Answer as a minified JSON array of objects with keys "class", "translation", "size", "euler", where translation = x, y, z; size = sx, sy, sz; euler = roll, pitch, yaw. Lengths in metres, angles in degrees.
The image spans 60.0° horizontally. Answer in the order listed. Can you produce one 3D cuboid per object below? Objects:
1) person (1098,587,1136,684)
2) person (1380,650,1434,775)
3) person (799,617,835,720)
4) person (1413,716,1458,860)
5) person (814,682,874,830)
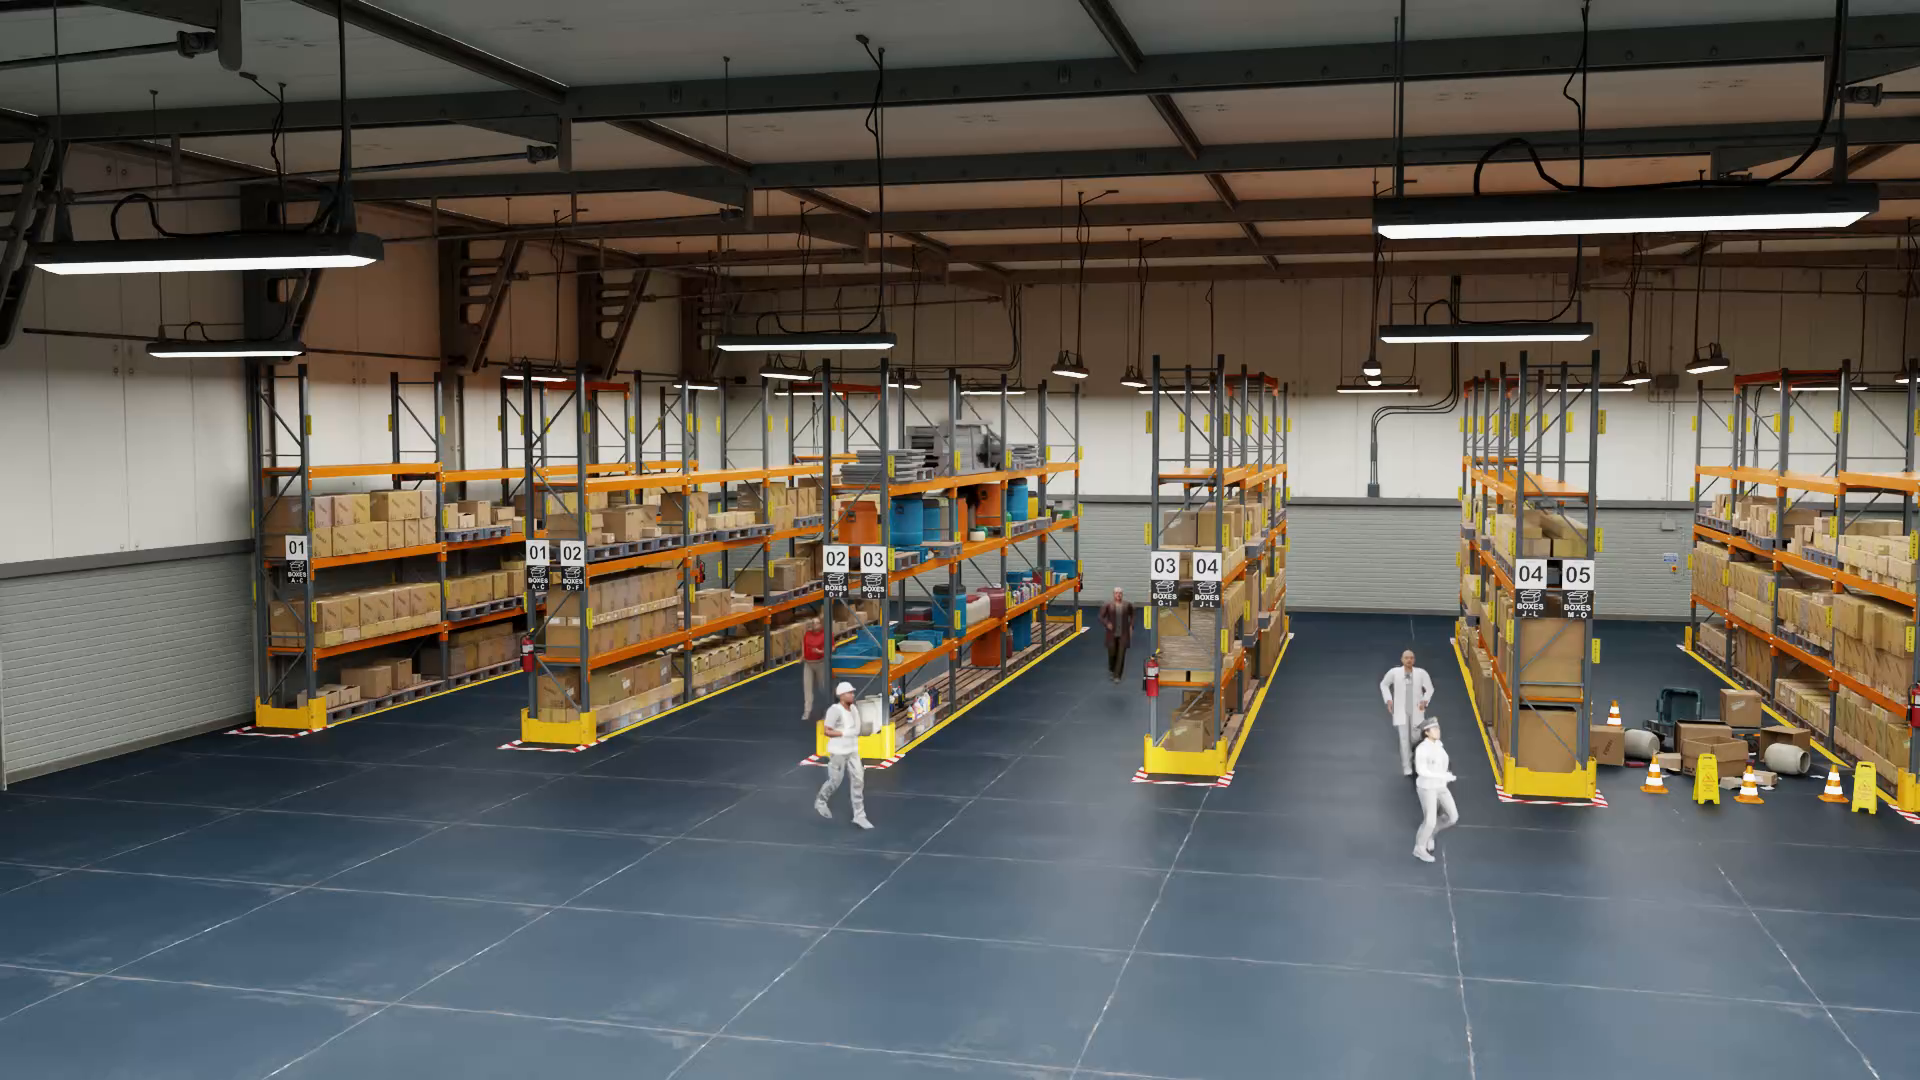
[{"class":"person","translation":[2.882,1.741,30.416],"size":[0.709,1.755,0.687],"euler":[0,4,0]},{"class":"person","translation":[6.455,2.463,24.027],"size":[0.743,1.751,0.934],"euler":[0,4,7]},{"class":"person","translation":[-2.451,2.165,28.415],"size":[0.668,1.702,0.983],"euler":[1,4,16]},{"class":"person","translation":[5.486,2.858,19.102],"size":[0.626,1.676,0.558],"euler":[-3,5,-41]},{"class":"person","translation":[-1.487,2.675,20.757],"size":[0.909,1.812,0.657],"euler":[3,5,37]}]
